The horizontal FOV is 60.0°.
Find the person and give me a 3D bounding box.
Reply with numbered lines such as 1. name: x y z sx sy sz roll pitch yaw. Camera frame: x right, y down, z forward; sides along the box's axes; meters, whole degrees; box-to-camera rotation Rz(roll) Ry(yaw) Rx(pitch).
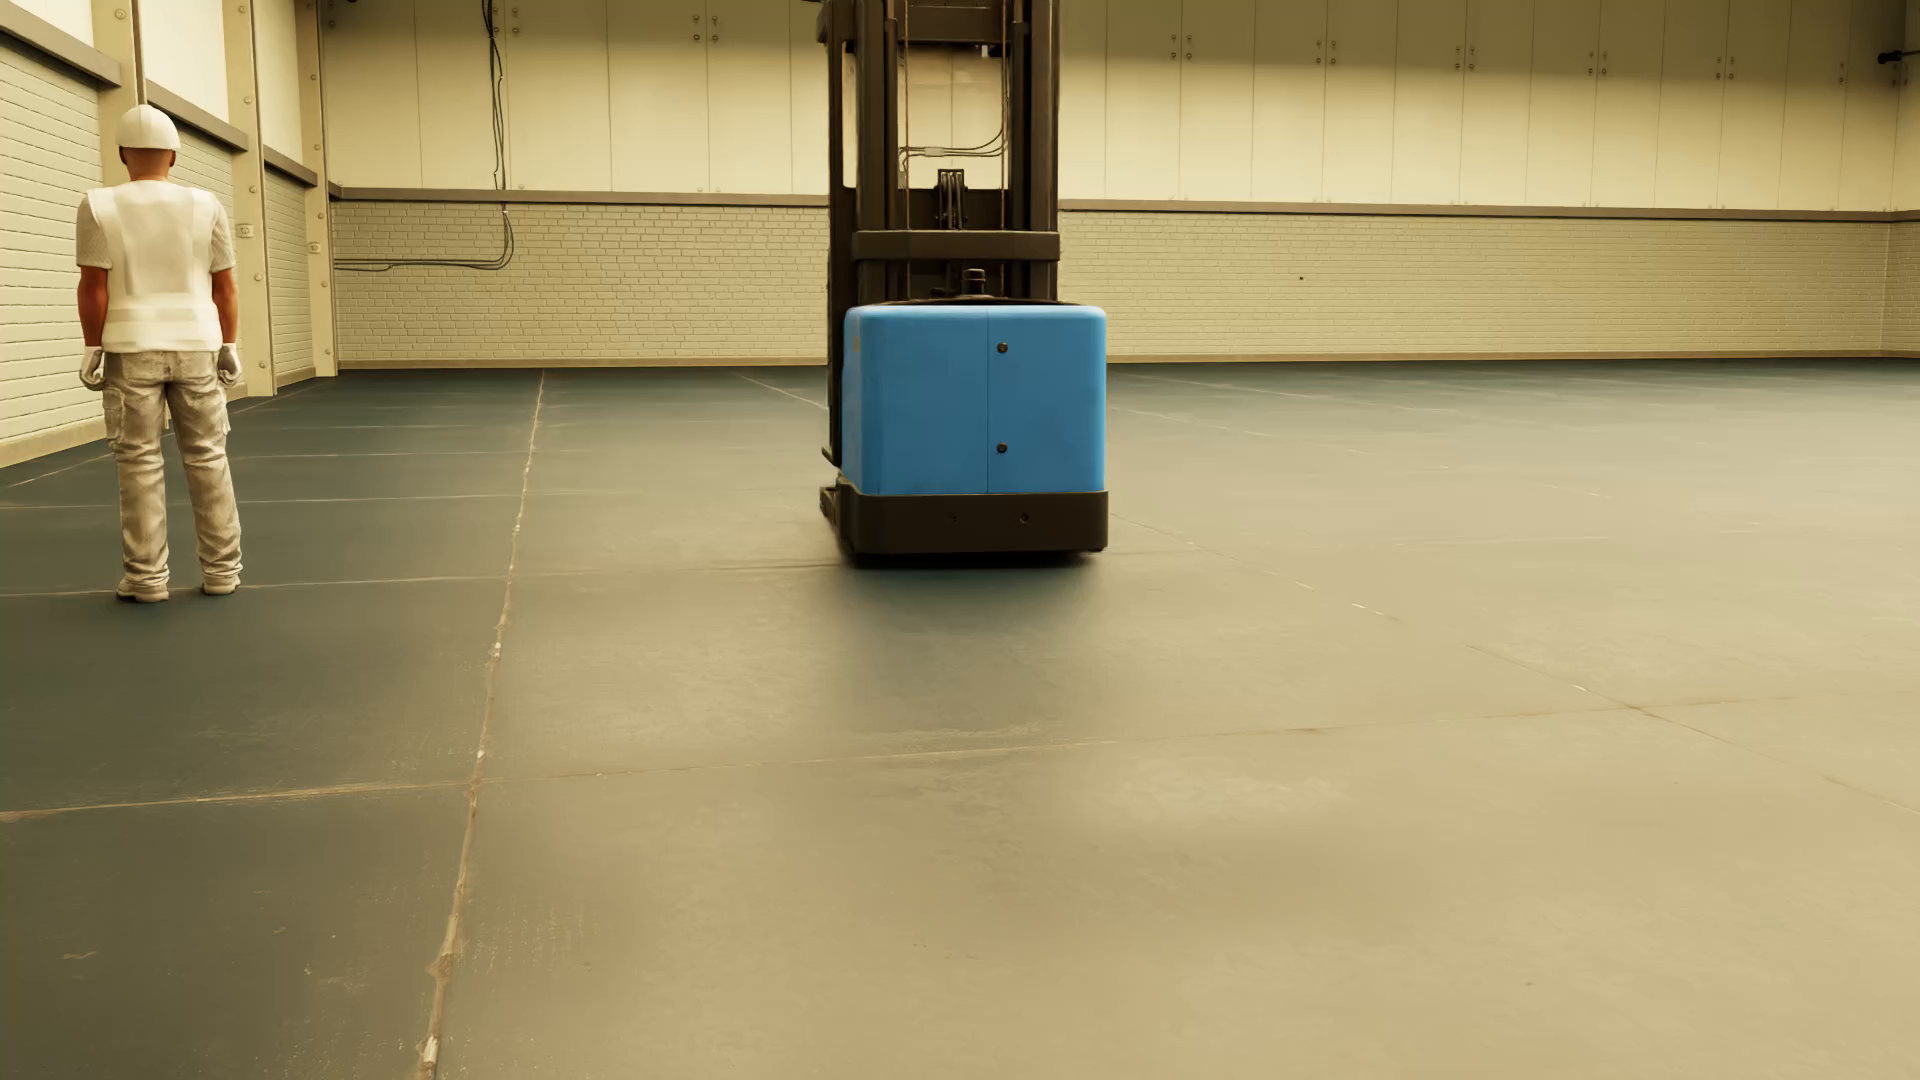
1. person: -2.943 -0.679 6.118 0.544 1.790 0.371 -6 10 -36

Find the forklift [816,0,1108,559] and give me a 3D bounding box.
1. forklift: -0.116 -1.538 8.124 1.130 2.935 3.031 -1 8 -9
